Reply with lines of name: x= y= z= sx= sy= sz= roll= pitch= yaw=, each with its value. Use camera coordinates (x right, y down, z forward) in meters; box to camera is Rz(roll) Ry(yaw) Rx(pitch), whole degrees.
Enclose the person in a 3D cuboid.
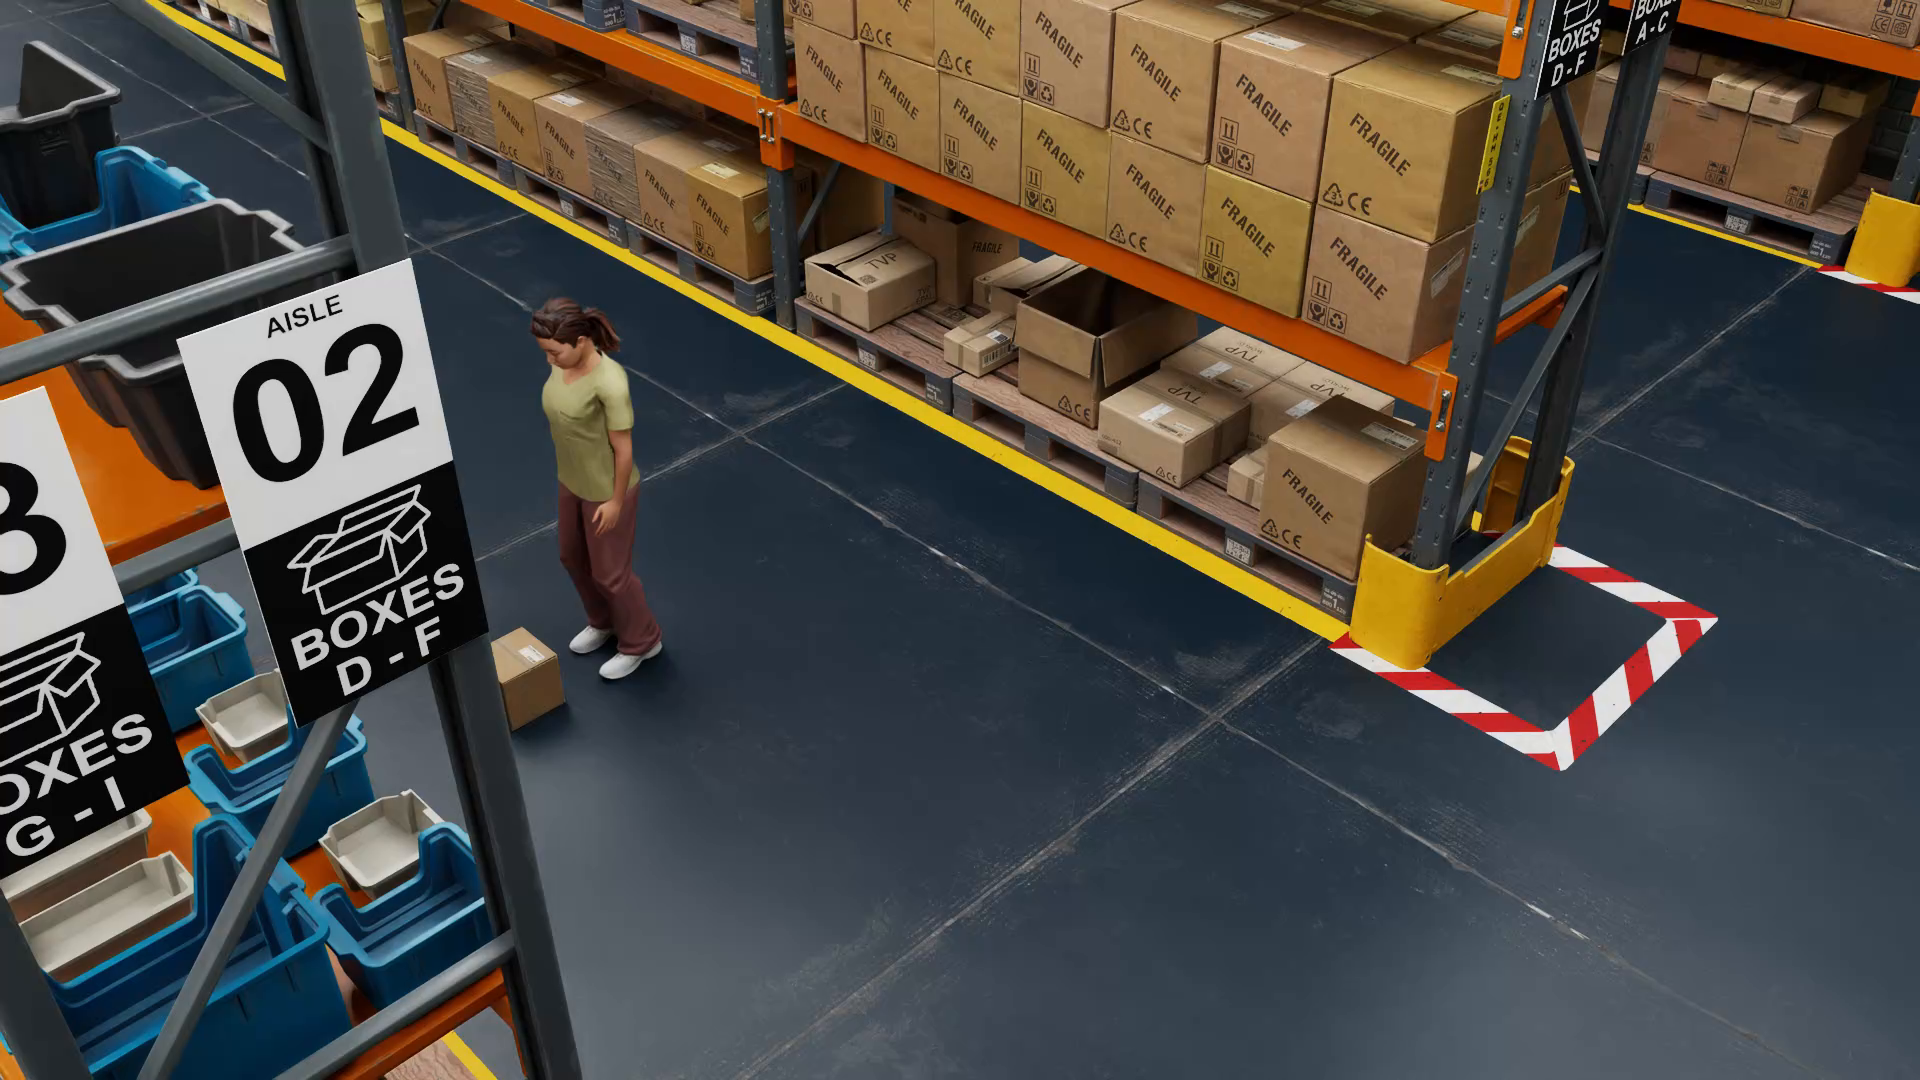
person: x=-1.402 y=-0.207 z=6.456 sx=0.350 sy=1.662 sz=0.455 roll=-29 pitch=45 yaw=-34
